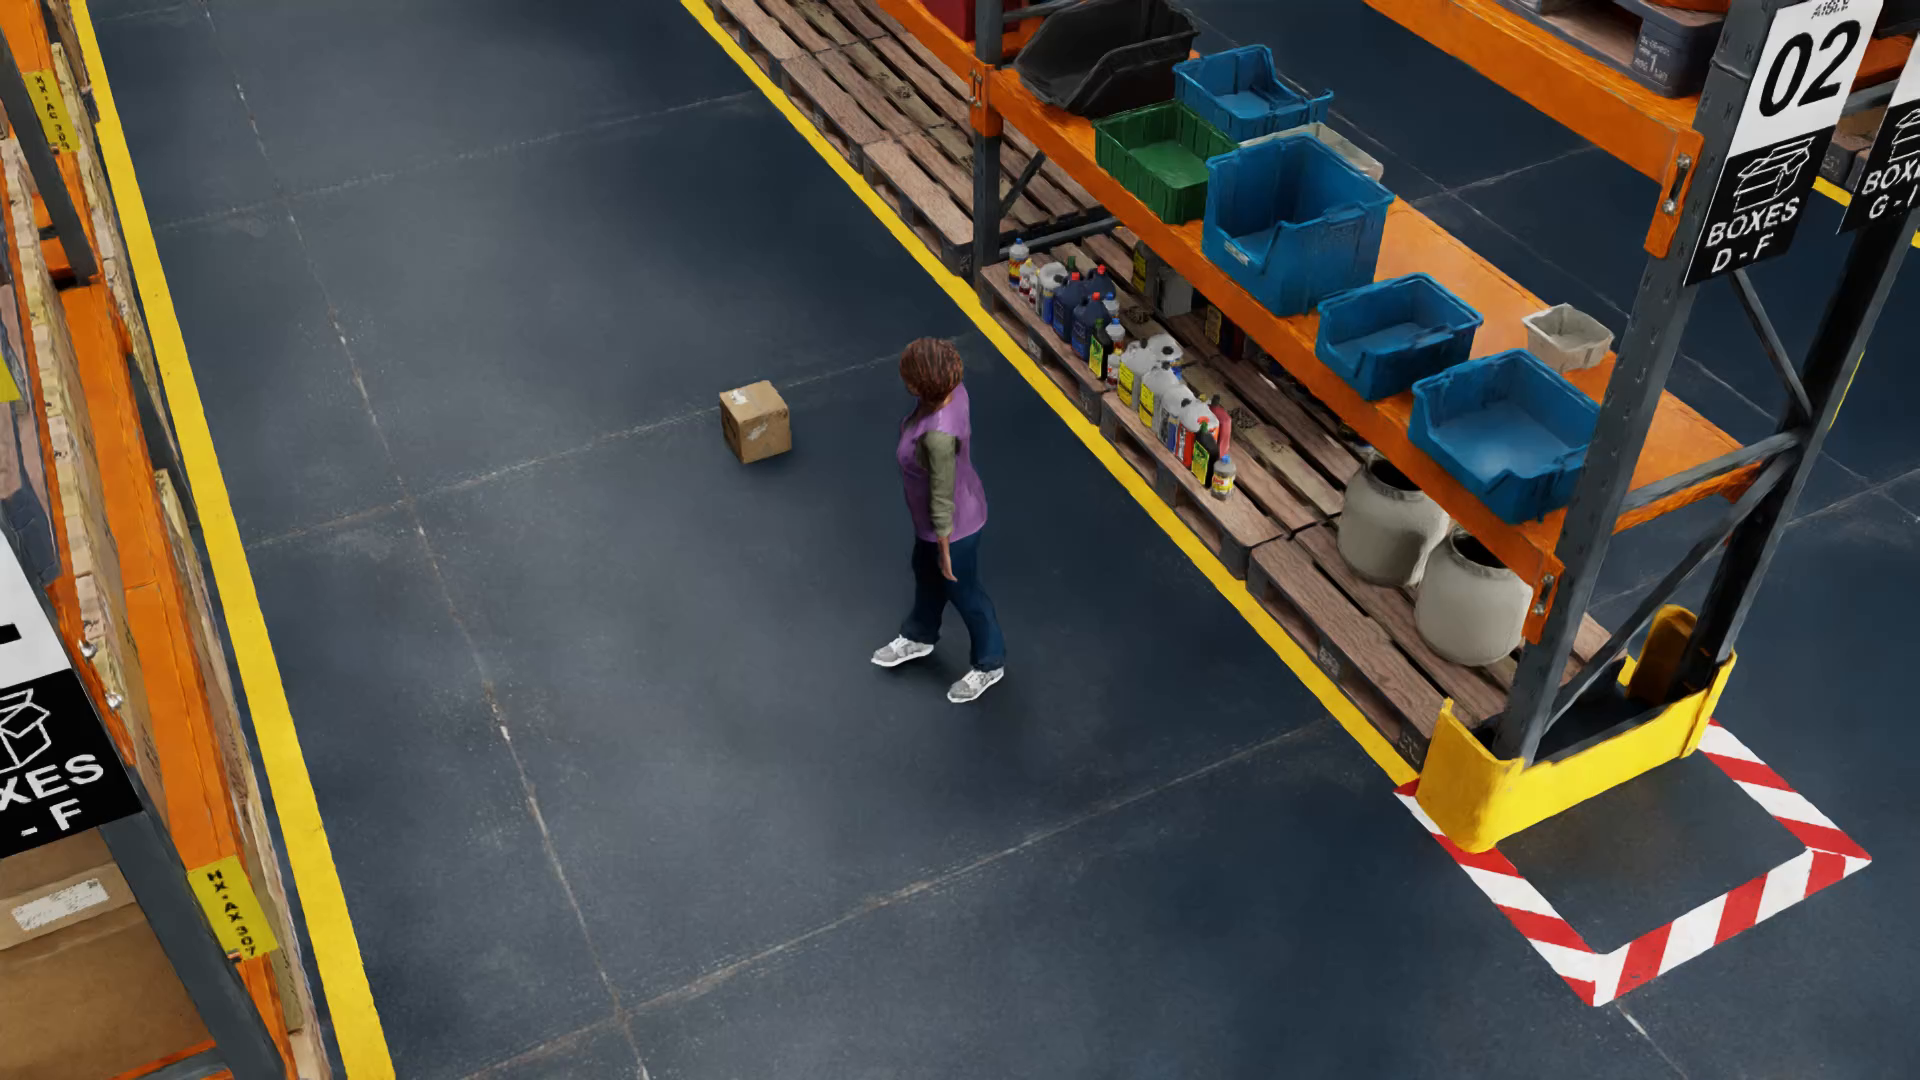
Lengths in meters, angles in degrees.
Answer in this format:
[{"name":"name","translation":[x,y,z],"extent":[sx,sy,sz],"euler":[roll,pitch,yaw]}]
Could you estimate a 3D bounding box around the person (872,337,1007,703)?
[{"name":"person","translation":[-0.086,-0.096,6.261],"extent":[0.545,1.592,0.524],"euler":[-2,42,-2]}]
